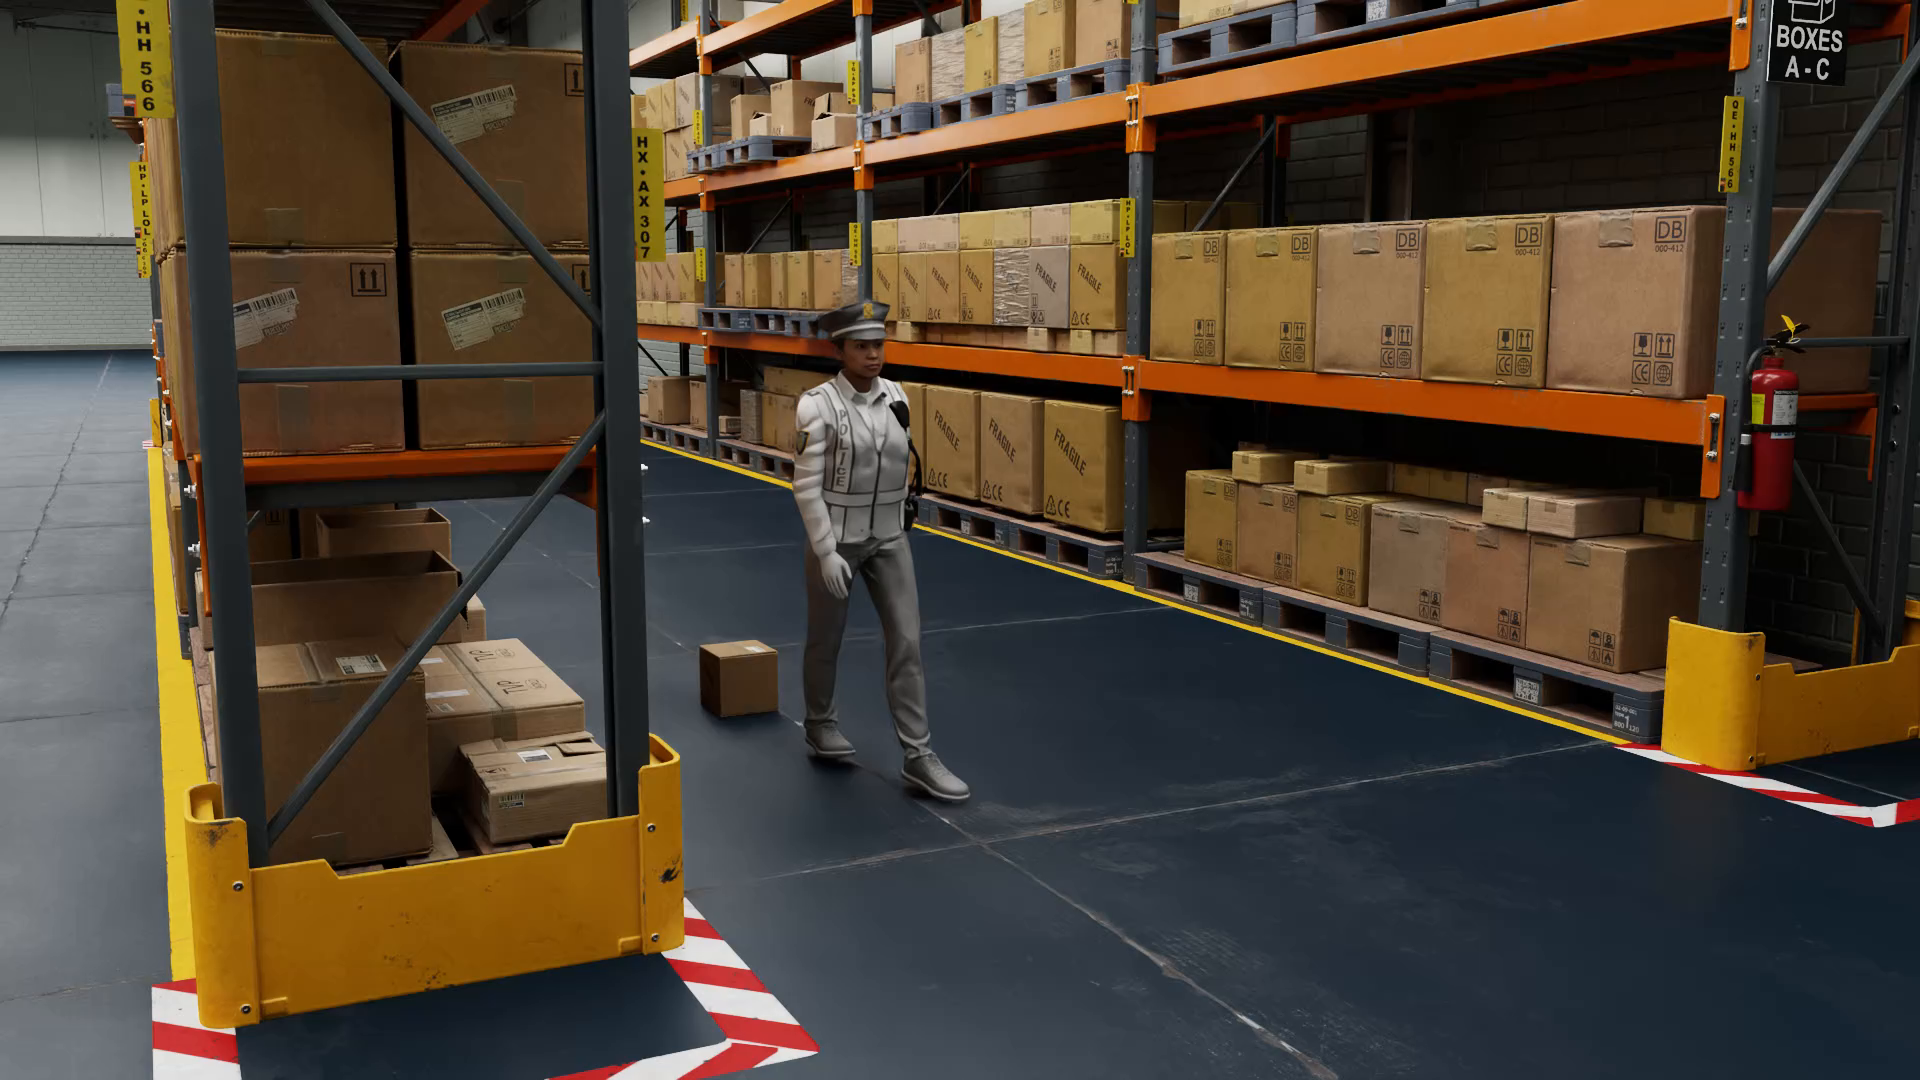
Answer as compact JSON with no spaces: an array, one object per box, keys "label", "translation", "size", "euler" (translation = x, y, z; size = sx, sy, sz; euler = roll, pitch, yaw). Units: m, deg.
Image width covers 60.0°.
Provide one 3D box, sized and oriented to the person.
[{"label":"person","translation":[-0.342,0.012,5.700],"size":[0.490,1.656,0.846],"euler":[-4,10,-27]}]
